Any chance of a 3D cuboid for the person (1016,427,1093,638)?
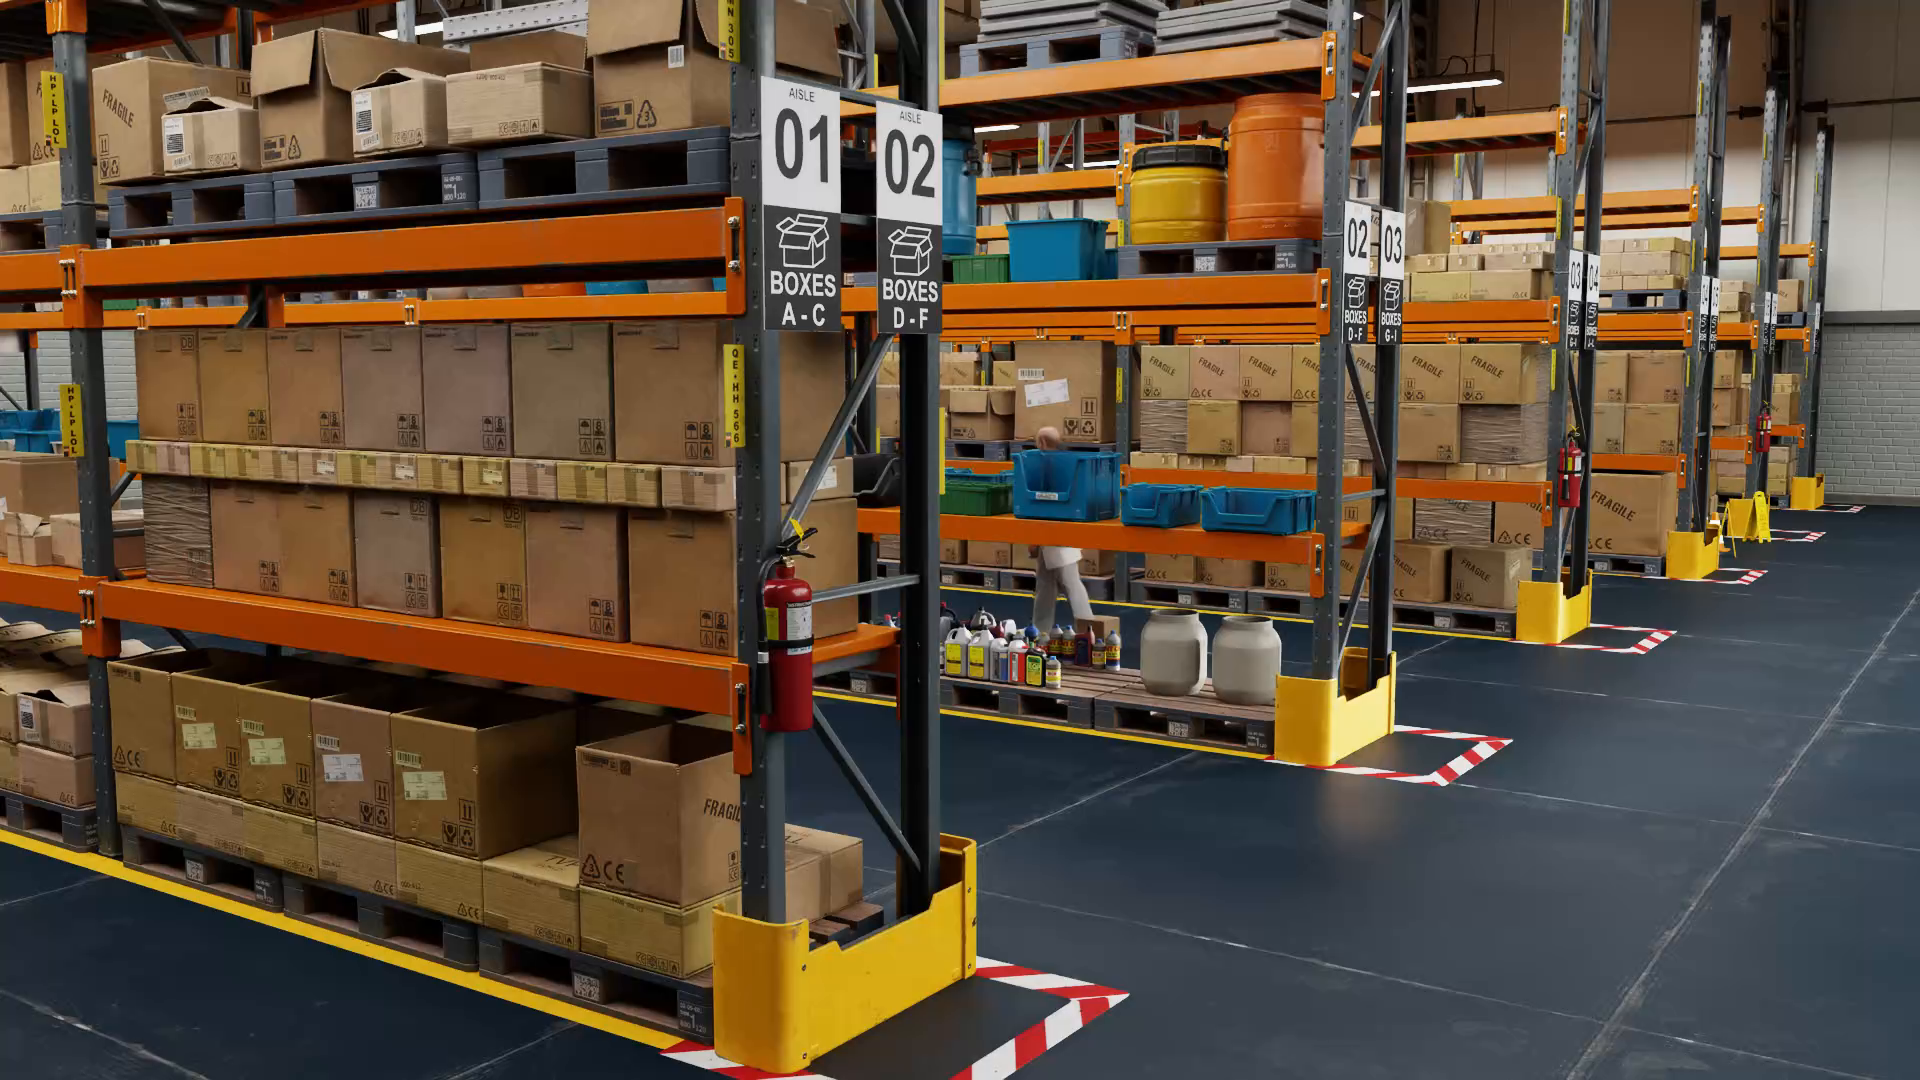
[{"bbox_3d":[0.763,-0.029,13.474,0.714,1.775,0.620,0,6,-3],"label":"person"}]
